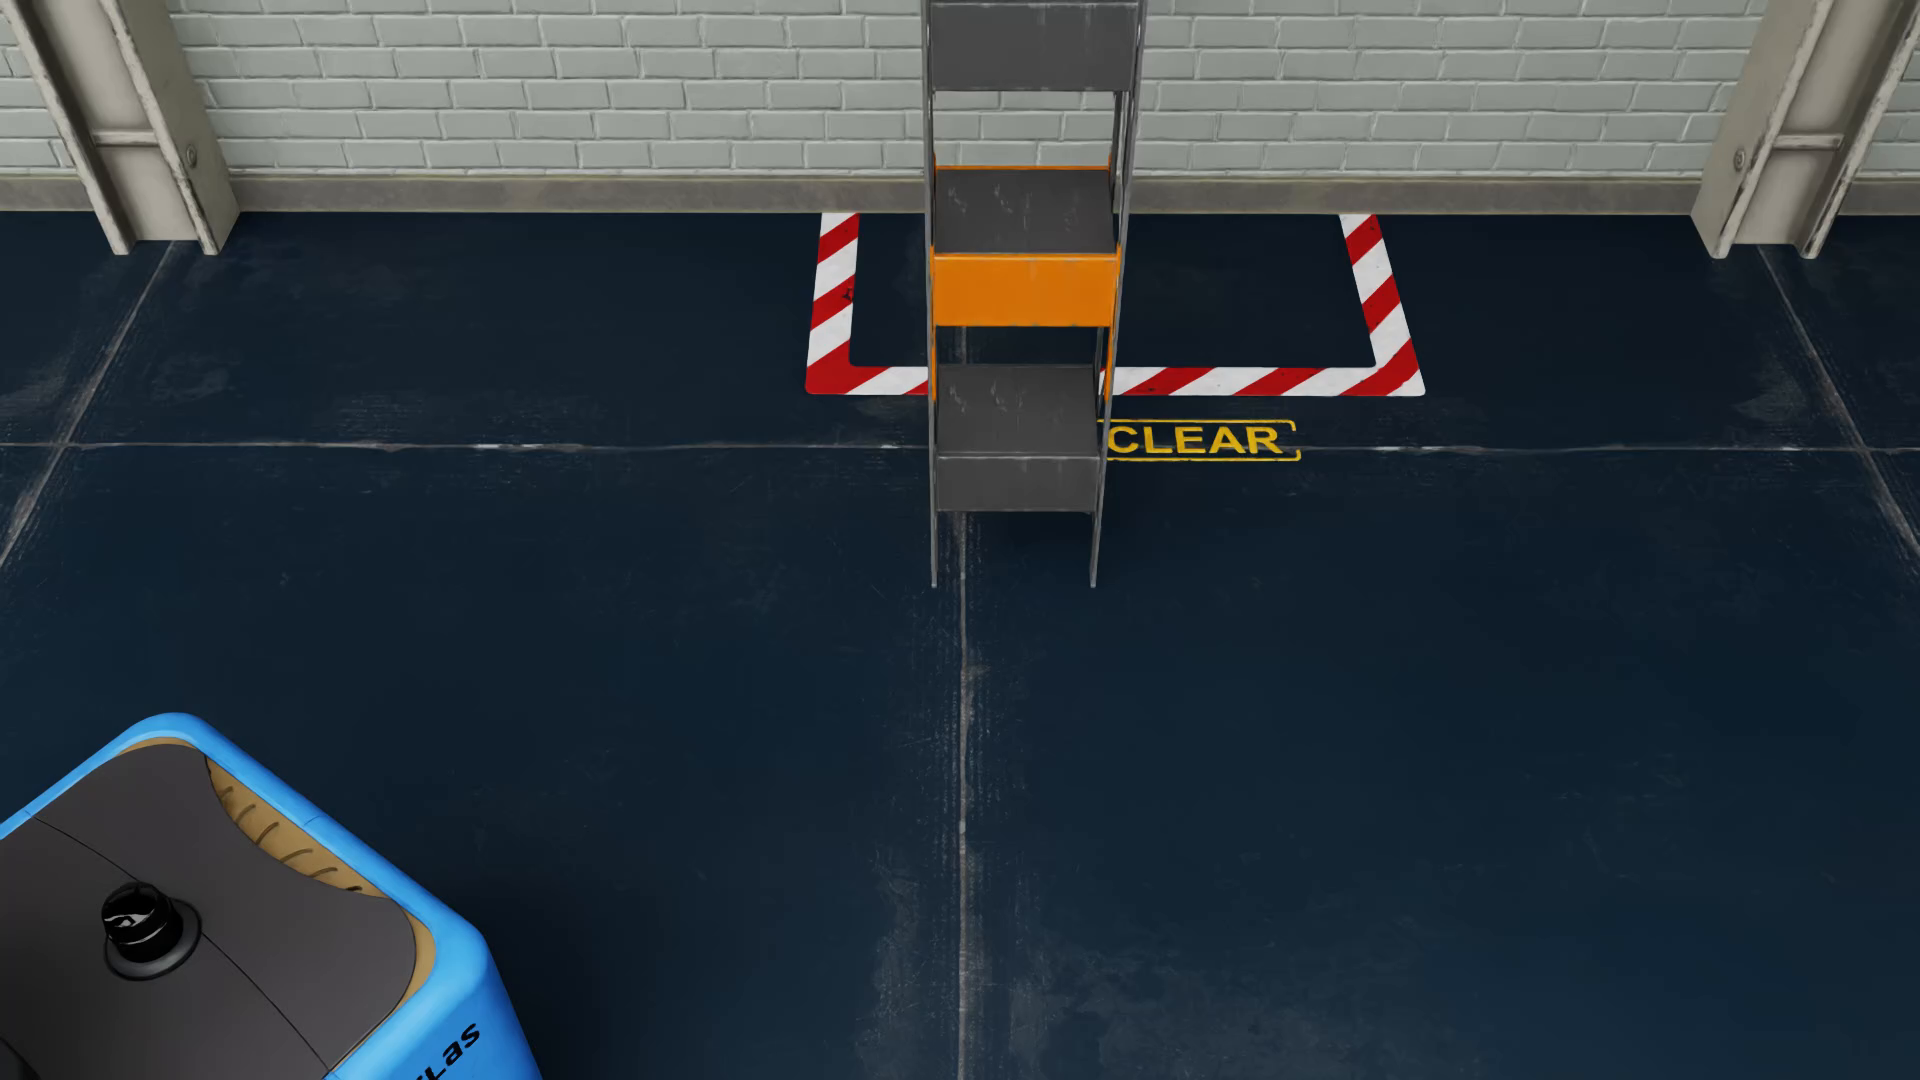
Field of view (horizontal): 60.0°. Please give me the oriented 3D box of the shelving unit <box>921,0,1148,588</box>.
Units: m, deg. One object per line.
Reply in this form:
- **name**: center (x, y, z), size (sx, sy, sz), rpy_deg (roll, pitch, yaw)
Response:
- **shelving unit**: center (0.166, -0.715, 4.481), size (0.503, 2.100, 0.431), rpy_deg (0, 47, 0)

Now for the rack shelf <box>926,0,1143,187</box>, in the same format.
- **rack shelf**: center (0.166, -1.183, 3.979), size (0.480, 0.518, 0.431), rpy_deg (0, 47, 0)

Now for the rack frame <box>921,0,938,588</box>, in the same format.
- **rack frame**: center (-0.078, -0.716, 4.482), size (0.015, 2.100, 0.400), rpy_deg (0, 47, 0)

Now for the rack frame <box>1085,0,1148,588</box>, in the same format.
- **rack frame**: center (0.410, -0.714, 4.480), size (0.015, 2.100, 0.400), rpy_deg (0, 47, 0)

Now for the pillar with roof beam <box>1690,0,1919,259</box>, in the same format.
- **pillar with roof beam**: center (3.001, -1.084, 0.111), size (0.400, 9.000, 9.100), rpy_deg (0, 47, 0)

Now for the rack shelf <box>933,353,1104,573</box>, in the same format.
- **rack shelf**: center (0.166, -0.229, 5.003), size (0.480, 0.518, 0.431), rpy_deg (0, 47, 0)

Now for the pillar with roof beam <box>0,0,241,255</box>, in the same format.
- **pillar with roof beam**: center (-2.999, -1.100, 0.126), size (0.400, 9.000, 9.100), rpy_deg (0, 47, 0)

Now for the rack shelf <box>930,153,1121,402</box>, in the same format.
- **rack shelf**: center (0.166, -0.706, 4.491), size (0.480, 0.518, 0.431), rpy_deg (0, 47, 0)

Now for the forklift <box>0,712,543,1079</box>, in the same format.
- **forklift**: center (-2.141, 1.148, 2.180), size (1.130, 2.935, 3.031), rpy_deg (28, 53, 24)
